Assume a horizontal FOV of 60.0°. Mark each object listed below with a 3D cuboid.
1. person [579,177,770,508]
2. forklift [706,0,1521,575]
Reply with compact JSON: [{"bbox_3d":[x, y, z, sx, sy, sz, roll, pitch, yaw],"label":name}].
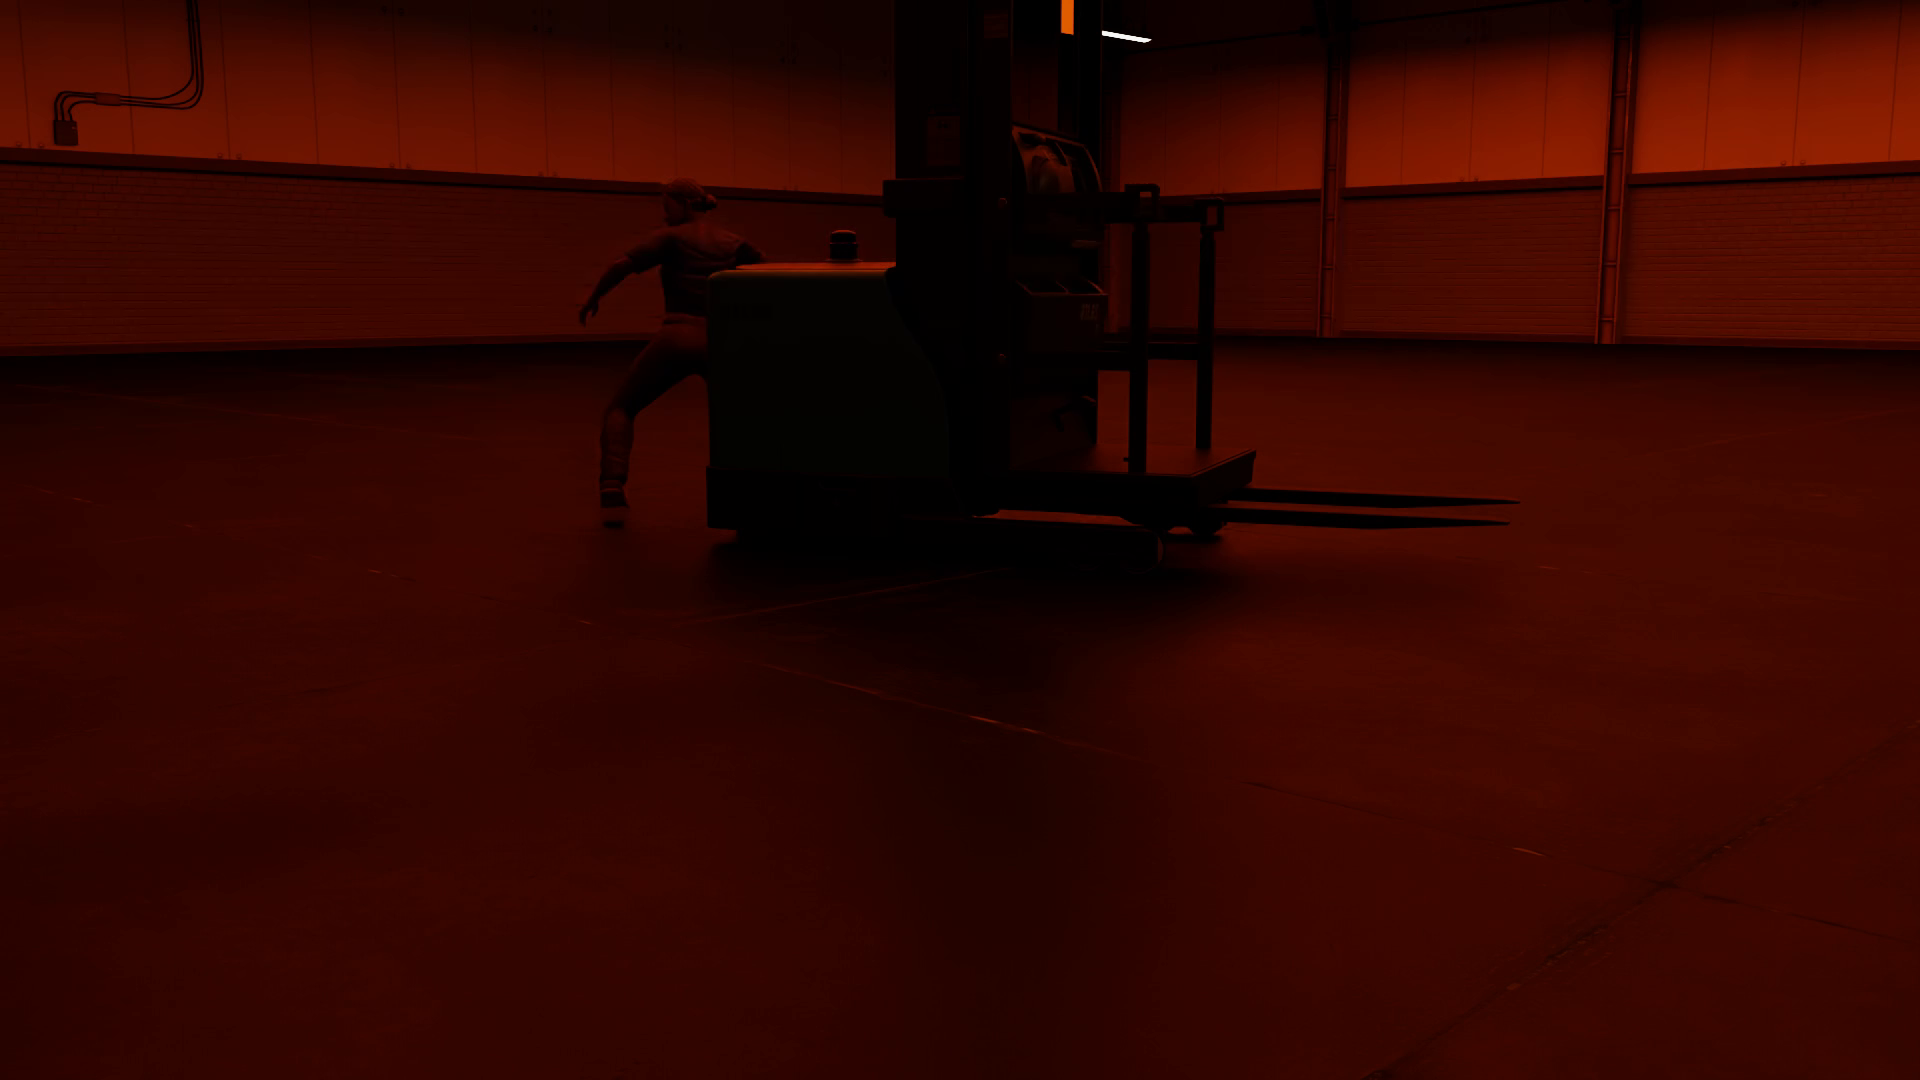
[{"bbox_3d":[-1.136,-0.821,7.450,1.070,1.589,0.538,-4,9,-23],"label":"person"},{"bbox_3d":[0.565,-1.416,6.275,3.031,2.935,1.130,3,9,22],"label":"forklift"}]
